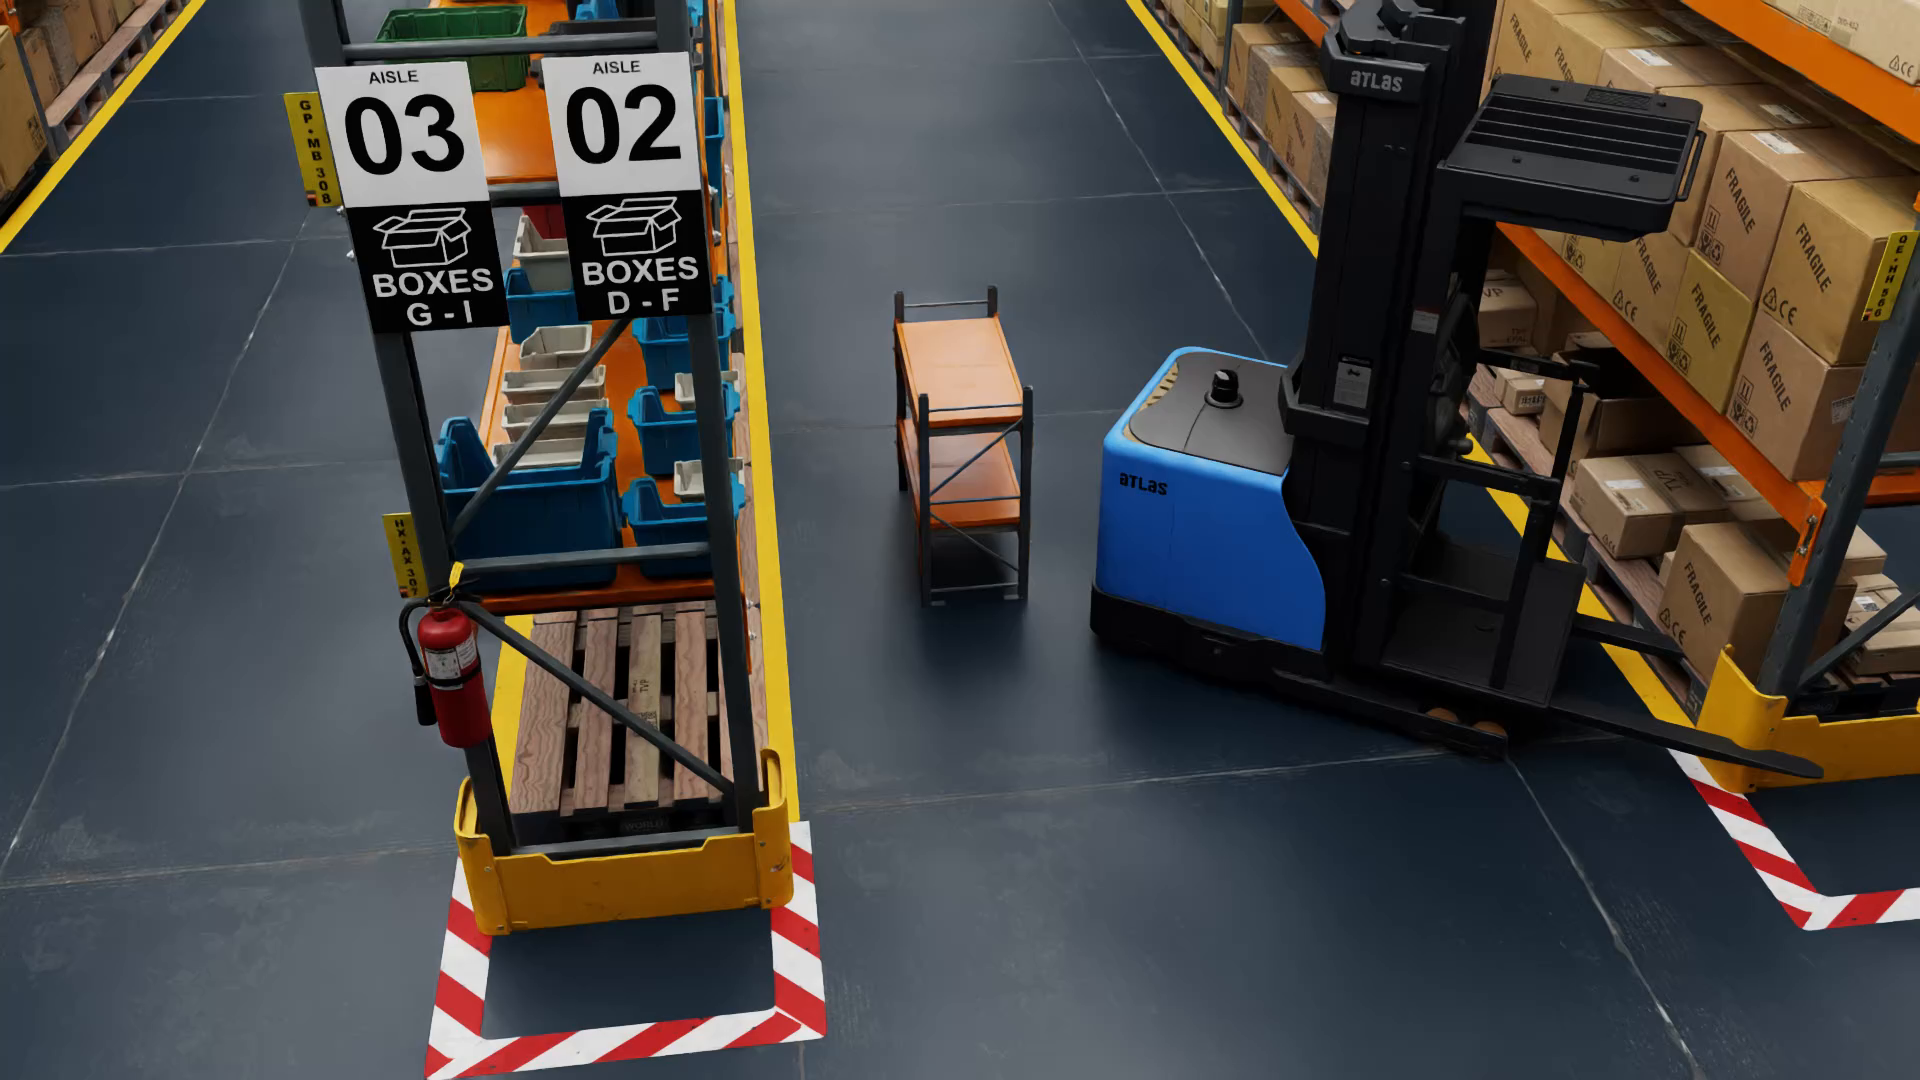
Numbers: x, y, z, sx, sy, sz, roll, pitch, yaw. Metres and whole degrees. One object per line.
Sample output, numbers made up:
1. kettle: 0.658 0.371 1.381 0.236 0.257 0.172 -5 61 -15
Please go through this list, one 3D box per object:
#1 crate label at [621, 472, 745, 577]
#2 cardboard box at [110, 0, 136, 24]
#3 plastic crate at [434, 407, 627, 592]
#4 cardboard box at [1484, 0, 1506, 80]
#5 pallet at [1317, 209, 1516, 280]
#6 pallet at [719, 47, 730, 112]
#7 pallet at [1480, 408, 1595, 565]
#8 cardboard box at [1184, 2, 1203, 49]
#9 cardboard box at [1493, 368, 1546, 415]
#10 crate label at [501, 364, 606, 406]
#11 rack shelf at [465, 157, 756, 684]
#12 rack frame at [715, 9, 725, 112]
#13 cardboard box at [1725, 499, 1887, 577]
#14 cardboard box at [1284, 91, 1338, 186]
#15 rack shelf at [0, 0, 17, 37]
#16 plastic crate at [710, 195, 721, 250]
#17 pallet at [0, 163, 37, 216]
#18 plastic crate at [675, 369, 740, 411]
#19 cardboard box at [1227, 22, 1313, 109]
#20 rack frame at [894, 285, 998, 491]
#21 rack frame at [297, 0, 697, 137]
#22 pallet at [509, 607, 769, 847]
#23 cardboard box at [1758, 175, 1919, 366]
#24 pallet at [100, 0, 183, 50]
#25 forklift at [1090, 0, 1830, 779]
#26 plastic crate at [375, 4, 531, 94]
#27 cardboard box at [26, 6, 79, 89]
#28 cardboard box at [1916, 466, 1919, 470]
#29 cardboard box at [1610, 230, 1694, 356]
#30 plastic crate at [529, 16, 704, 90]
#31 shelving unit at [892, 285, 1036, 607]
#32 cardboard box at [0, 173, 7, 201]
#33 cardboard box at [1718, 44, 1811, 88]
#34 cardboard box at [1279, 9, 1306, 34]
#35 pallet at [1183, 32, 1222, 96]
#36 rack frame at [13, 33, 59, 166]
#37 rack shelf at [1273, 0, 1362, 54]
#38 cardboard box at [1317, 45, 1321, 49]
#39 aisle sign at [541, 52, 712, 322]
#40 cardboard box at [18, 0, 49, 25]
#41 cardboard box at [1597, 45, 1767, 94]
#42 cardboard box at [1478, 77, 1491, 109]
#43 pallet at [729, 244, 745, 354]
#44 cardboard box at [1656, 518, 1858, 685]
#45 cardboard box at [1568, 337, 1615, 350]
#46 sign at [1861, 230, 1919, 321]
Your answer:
1. crate label: -0.946 -0.050 5.755 0.416 0.233 0.303 -4 35 -6
2. cardboard box: -7.654 -4.790 14.444 0.700 0.500 0.500 -5 35 -7
3. plastic crate: -1.469 -0.143 5.712 0.616 0.435 0.499 -4 35 -6
4. cardboard box: 2.916 -2.707 8.582 0.500 0.500 0.500 -4 34 -5
5. pallet: 2.985 -1.835 10.756 1.003 0.211 1.213 -4 35 -6
6. pallet: -2.381 -3.679 13.460 1.003 0.211 1.213 -4 35 -6
7. pallet: 3.391 -0.319 8.530 1.003 0.211 1.213 -4 35 -6
8. cardboard box: 2.209 -4.368 14.065 0.500 0.250 0.500 -5 35 -7
9. cardboard box: 3.100 -0.815 8.908 0.380 0.166 0.250 -4 35 -6
10. crate label: -1.615 -0.605 6.655 0.396 0.136 0.243 -4 35 -6
11. rack shelf: -1.508 -0.750 7.326 1.077 0.370 4.000 -4 35 -6
12. rack frame: -2.315 -4.396 12.036 1.000 3.000 0.127 -4 35 -6
13. cardboard box: 3.811 0.046 7.570 0.500 0.250 0.500 -4 35 -6
14. cardboard box: 2.586 -2.779 11.493 0.500 0.500 0.500 -5 35 -8
15. rack shelf: -6.954 -2.607 10.051 1.077 0.370 4.000 -4 35 -6
16. plastic crate: -1.360 -1.470 7.935 0.437 0.125 0.590 -4 35 -6
17. pallet: -7.192 -2.423 11.617 1.003 0.211 1.213 -4 35 -6
18. plastic crate: -0.998 -0.574 6.609 0.250 0.136 0.298 -4 35 -6
19. cardboard box: 2.372 -3.642 12.759 0.500 0.500 0.500 -3 34 -4
20. rack frame: -0.067 -0.745 8.344 0.500 1.125 0.032 -4 35 -6
21. rack frame: -1.239 -2.410 3.796 1.000 3.000 0.127 -4 35 -6
22. pallet: -1.312 0.758 6.951 1.003 0.211 1.213 -4 35 -6
23. cardboard box: 3.337 -0.986 6.057 0.500 0.500 0.500 -5 35 -7
24. pallet: -7.655 -4.666 14.909 1.003 0.211 1.213 -4 35 -6
25. forklift: 2.146 -0.635 6.579 3.031 2.935 1.130 15 37 21
26. plastic crate: -1.655 -1.612 5.477 0.450 0.188 0.336 -4 35 -6
27. cardboard box: -7.420 -3.850 13.065 0.700 0.500 0.500 -7 35 -10
28. cardboard box: 3.871 -0.613 6.398 0.500 0.500 0.500 -4 34 -5
29. cardboard box: 3.205 -1.143 7.175 0.500 0.500 0.500 -4 34 -6
30. plastic crate: -1.015 -1.353 5.024 0.497 0.269 0.590 -4 35 -6
31. shelving unit: 0.001 -0.461 7.928 0.538 1.125 1.048 -4 35 -6
32. cardboard box: -7.039 -2.431 10.668 1.225 0.875 0.875 -4 35 -6
33. cardboard box: 3.662 -1.881 7.369 0.500 0.500 0.500 -5 35 -7
34. cardboard box: 2.814 -4.352 13.544 0.500 0.311 0.500 -3 34 -5
35. pallet: 2.522 -4.079 14.048 1.003 0.211 1.213 -4 35 -6
36. rack frame: -7.223 -4.020 11.486 1.000 3.000 0.127 -4 35 -6
37. rack shelf: 2.863 -3.355 11.149 1.077 0.370 4.000 -4 35 -6
38. cardboard box: 2.952 -3.413 12.424 0.500 0.500 0.500 -3 34 -5
39. aisle sign: -0.935 -0.988 4.728 0.394 0.787 0.004 -4 35 -6
40. cardboard box: -7.424 -4.146 12.833 0.500 0.250 0.500 -1 34 -1
41. cardboard box: 3.125 -1.844 7.315 0.500 0.500 0.500 -3 34 -5
42. cardboard box: 2.930 -2.273 8.833 0.500 0.500 0.500 -4 34 -5
43. pallet: -1.840 -1.445 10.183 1.003 0.211 1.213 -4 35 -6
44. cardboard box: 3.353 0.262 7.031 0.500 0.500 0.500 -4 35 -6
45. cardboard box: 3.590 -0.892 8.893 0.500 0.311 0.500 -4 35 -6
46. sign: 3.117 -0.883 5.573 0.100 0.325 0.005 -4 35 -6
